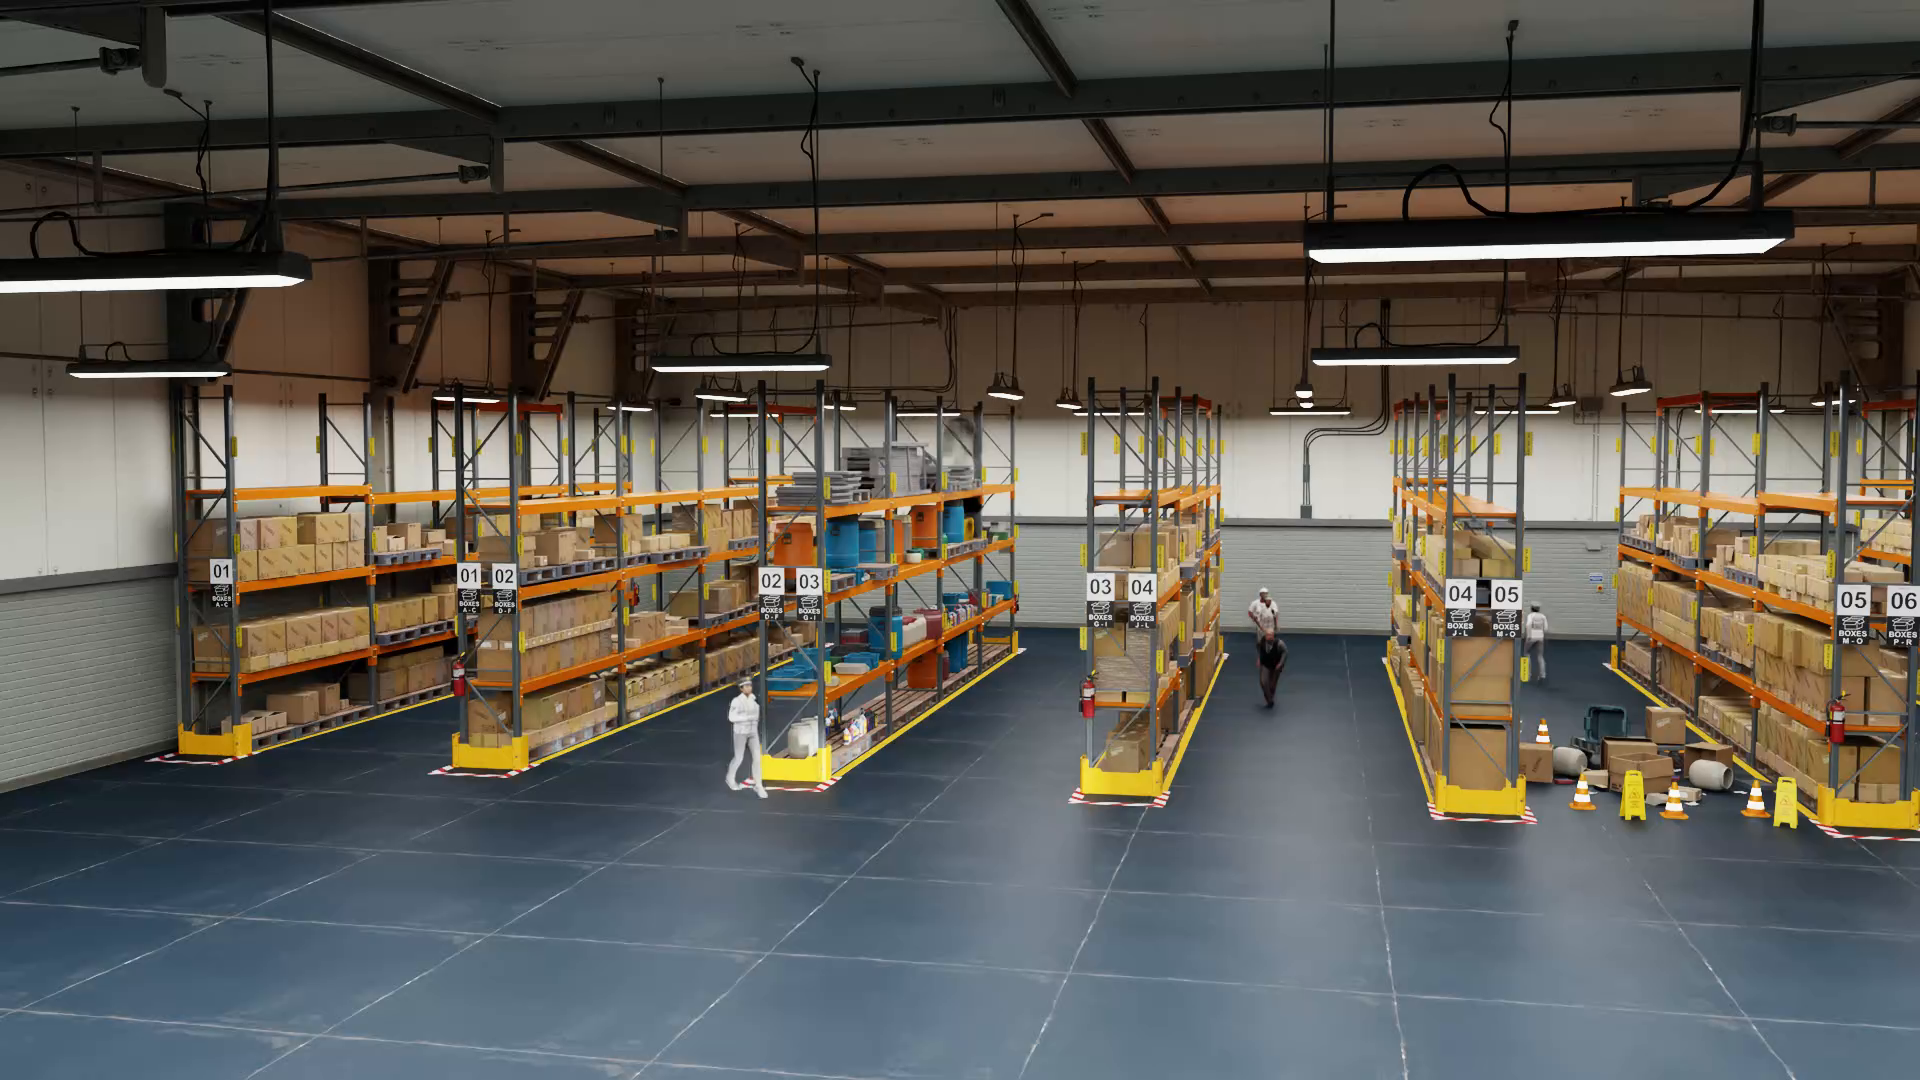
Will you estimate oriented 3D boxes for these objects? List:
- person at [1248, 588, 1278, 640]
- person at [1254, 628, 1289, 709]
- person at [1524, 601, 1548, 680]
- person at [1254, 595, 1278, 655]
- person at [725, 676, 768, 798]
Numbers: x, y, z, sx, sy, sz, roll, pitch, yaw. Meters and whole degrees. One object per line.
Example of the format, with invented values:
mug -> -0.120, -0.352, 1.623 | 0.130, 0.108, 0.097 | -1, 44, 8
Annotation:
person -> 7.091, 1.974, 38.876 | 0.702, 1.726, 0.598 | 0, 3, 6
person -> 6.019, 2.447, 32.078 | 0.665, 1.575, 1.005 | 1, 3, 18
person -> 12.297, 2.179, 35.528 | 0.552, 1.730, 0.801 | 0, 3, 0
person -> 7.065, 2.052, 38.371 | 0.566, 1.630, 0.567 | 0, 3, -4
person -> -3.069, 2.795, 23.846 | 0.611, 1.711, 0.870 | -3, 4, -42
